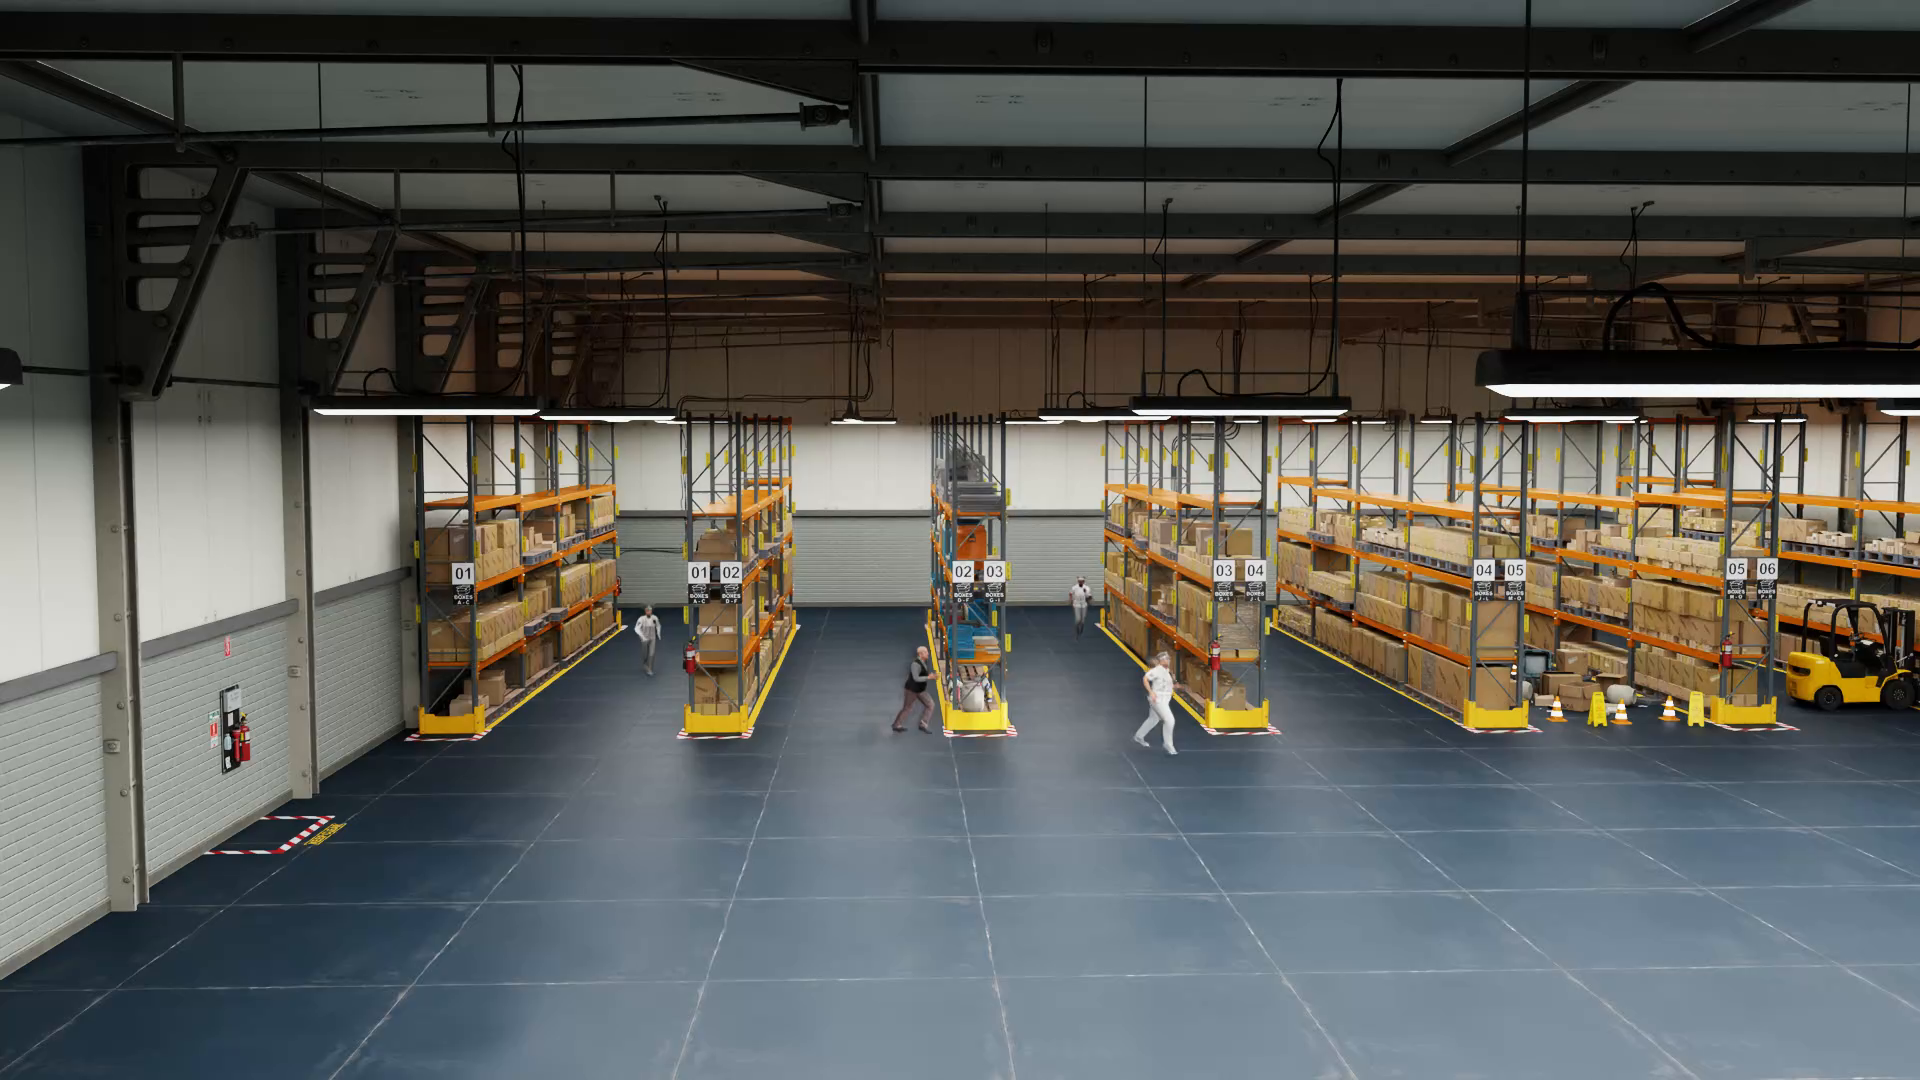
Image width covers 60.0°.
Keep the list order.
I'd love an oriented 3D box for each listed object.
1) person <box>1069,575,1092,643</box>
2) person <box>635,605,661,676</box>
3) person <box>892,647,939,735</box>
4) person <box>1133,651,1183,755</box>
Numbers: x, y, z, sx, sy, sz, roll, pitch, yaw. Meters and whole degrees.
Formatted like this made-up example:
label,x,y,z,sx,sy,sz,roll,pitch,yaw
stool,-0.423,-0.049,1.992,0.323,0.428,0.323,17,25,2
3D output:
label,x,y,z,sx,sy,sz,roll,pitch,yaw
person,3.130,1.773,42.909,0.564,1.746,0.728,0,4,-5
person,-7.228,2.290,38.524,0.614,1.646,0.726,-1,4,-17
person,-0.821,2.788,30.710,0.962,1.671,0.578,2,4,28
person,3.460,2.857,29.215,0.890,1.840,0.699,1,4,21
